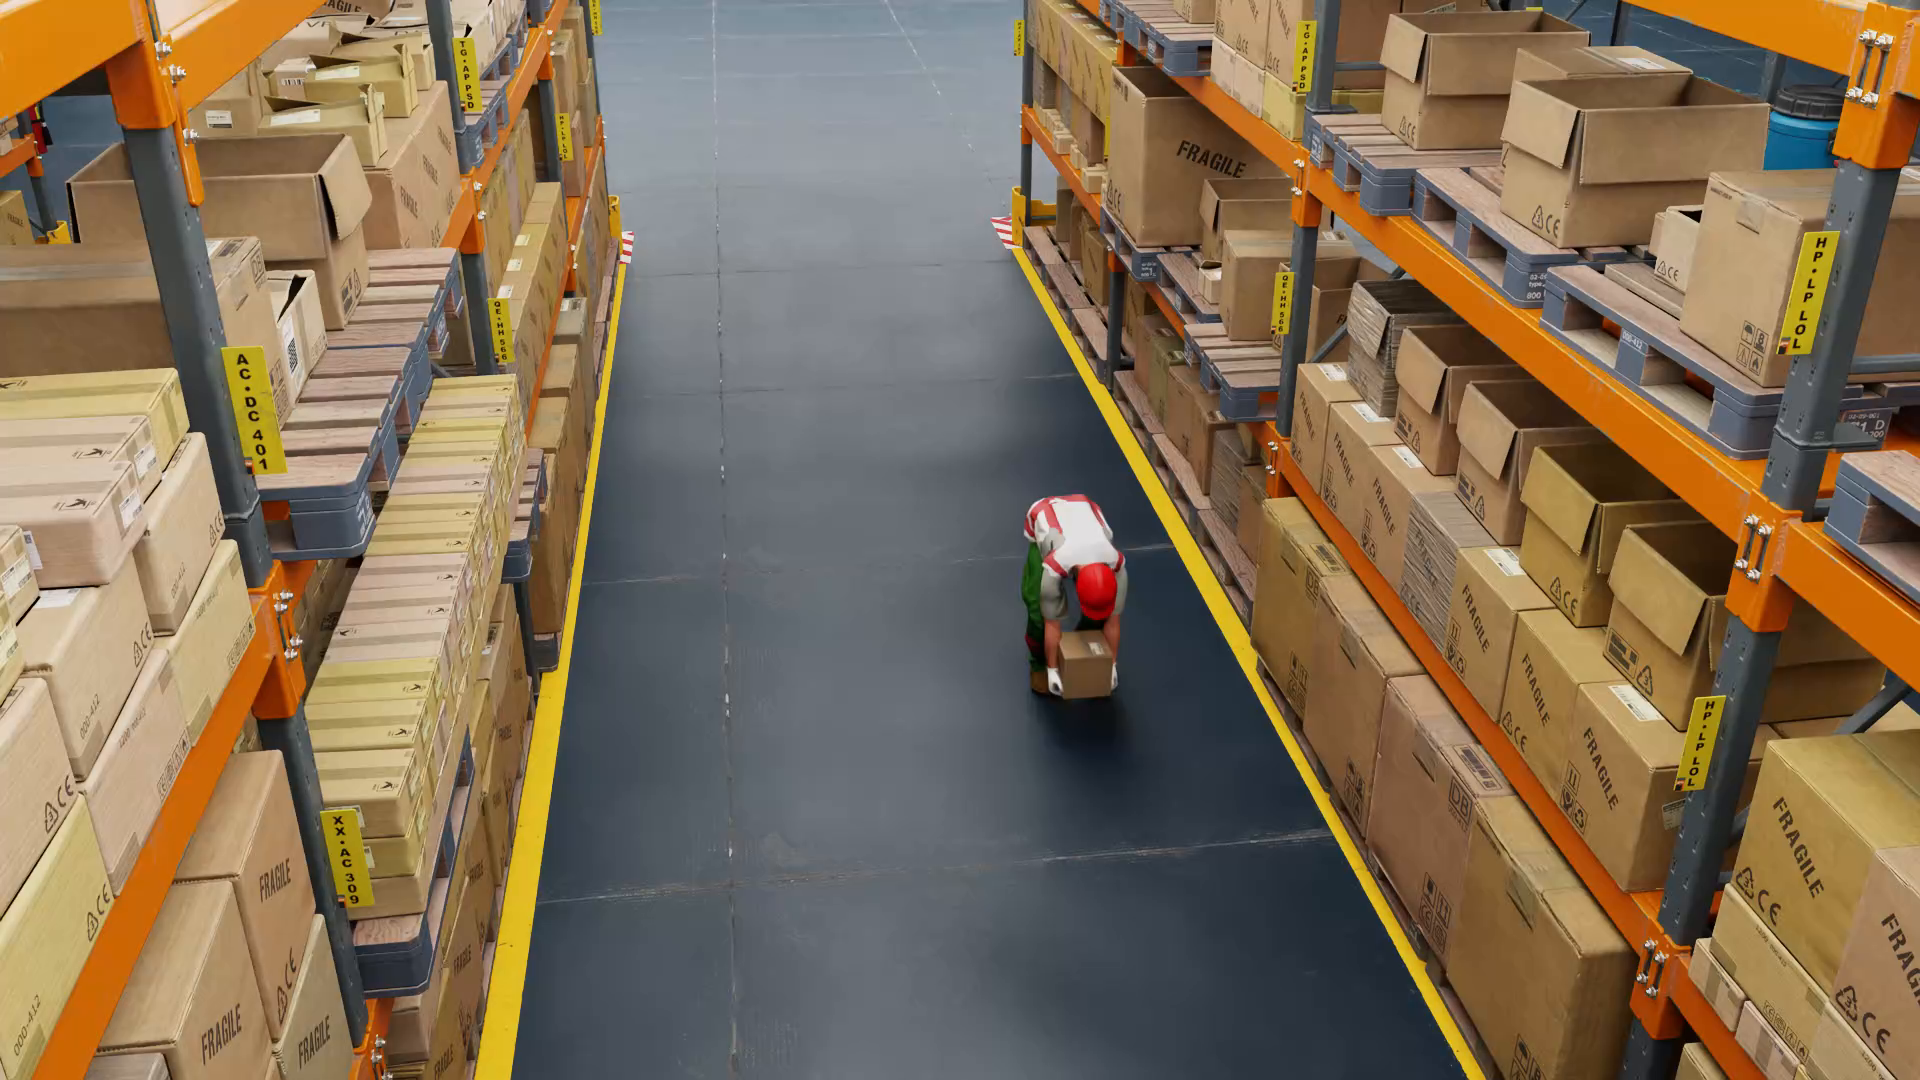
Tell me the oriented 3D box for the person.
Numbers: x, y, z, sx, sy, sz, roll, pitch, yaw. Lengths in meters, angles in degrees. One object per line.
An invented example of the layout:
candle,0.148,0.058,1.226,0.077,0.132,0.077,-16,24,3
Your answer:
person,0.601,0.378,8.619,0.499,1.083,0.965,-5,27,-9
